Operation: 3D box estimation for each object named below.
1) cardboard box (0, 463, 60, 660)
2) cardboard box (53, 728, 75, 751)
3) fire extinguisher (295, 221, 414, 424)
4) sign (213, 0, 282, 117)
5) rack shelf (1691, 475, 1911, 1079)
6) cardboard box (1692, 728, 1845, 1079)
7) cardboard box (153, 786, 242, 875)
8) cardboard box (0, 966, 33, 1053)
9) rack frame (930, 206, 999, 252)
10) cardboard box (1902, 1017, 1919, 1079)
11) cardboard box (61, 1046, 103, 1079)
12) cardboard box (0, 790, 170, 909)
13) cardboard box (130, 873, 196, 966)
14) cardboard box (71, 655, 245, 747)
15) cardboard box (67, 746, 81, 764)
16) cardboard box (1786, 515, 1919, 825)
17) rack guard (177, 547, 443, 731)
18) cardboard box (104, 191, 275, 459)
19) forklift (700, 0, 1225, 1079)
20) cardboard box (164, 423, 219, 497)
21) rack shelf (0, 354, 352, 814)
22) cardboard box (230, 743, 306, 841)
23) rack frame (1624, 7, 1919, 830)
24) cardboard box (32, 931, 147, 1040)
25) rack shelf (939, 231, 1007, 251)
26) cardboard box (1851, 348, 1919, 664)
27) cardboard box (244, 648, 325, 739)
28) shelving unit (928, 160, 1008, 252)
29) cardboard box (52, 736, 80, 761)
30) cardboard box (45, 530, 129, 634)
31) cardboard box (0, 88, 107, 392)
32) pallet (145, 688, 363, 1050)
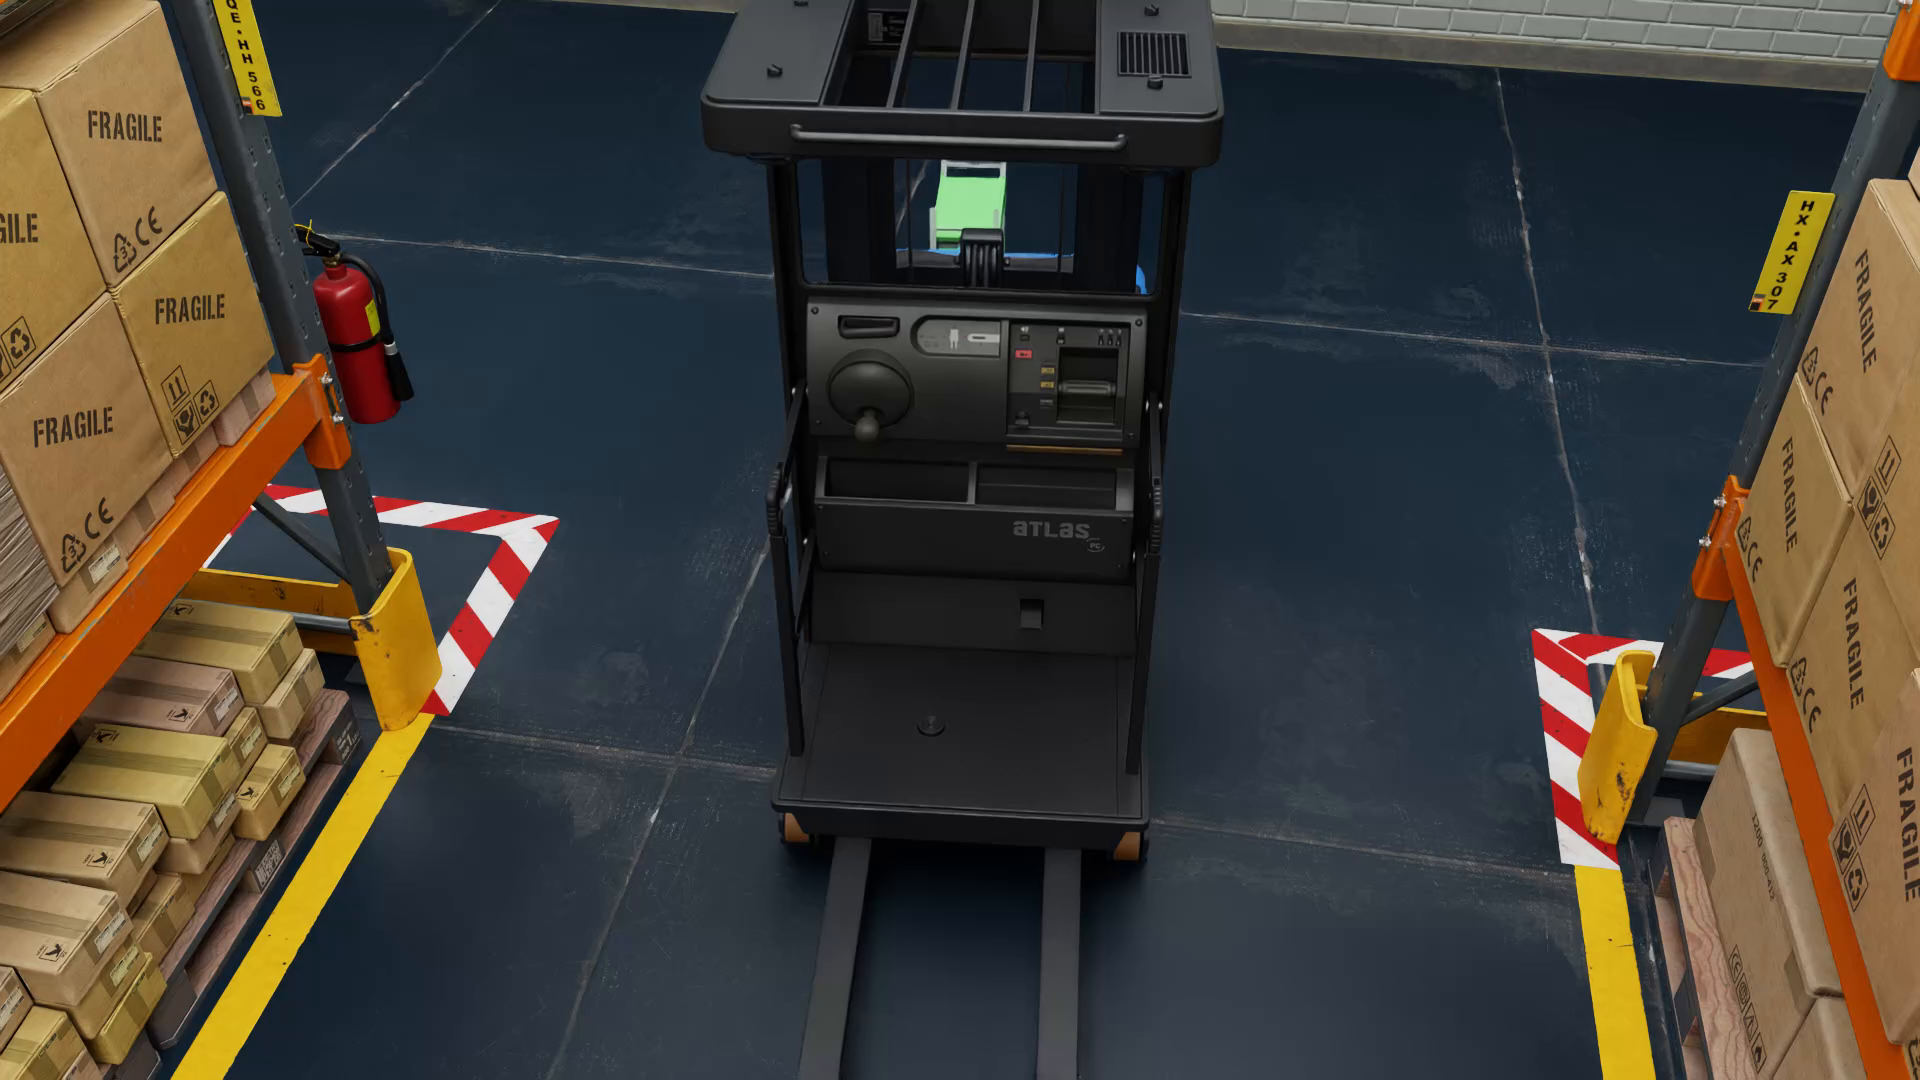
[{"bbox_3d":[-2.354,0.060,3.511,0.500,0.500,0.500,7,40,8],"label":"cardboard box"},{"bbox_3d":[-2.711,0.447,4.797,0.380,0.149,0.250,7,40,8],"label":"cardboard box"},{"bbox_3d":[-1.859,-0.672,5.063,0.296,0.674,0.183,6,40,8],"label":"fire extinguisher"},{"bbox_3d":[-1.814,-1.233,4.231,0.100,0.325,0.005,6,40,8],"label":"sign"},{"bbox_3d":[2.190,1.276,2.917,1.077,0.370,4.000,6,40,8],"label":"rack shelf"},{"bbox_3d":[2.520,0.995,4.374,0.875,0.438,0.875,5,40,6],"label":"cardboard box"},{"bbox_3d":[-2.255,0.773,4.636,0.380,0.149,0.250,5,40,6],"label":"cardboard box"},{"bbox_3d":[-2.472,1.140,3.957,0.380,0.149,0.250,5,40,6],"label":"cardboard box"},{"bbox_3d":[0.016,-0.686,6.138,0.240,1.200,0.015,3,40,3],"label":"rack frame"},{"bbox_3d":[1.934,0.929,2.694,0.500,0.500,0.500,8,40,9],"label":"cardboard box"},{"bbox_3d":[-2.397,1.373,4.143,0.380,0.149,0.250,7,40,9],"label":"cardboard box"},{"bbox_3d":[-2.326,0.813,4.354,0.380,0.149,0.250,5,40,6],"label":"cardboard box"},{"bbox_3d":[-2.348,1.037,4.550,0.380,0.149,0.250,7,40,8],"label":"cardboard box"},{"bbox_3d":[-2.299,0.480,4.756,0.380,0.149,0.250,7,40,9],"label":"cardboard box"},{"bbox_3d":[-2.727,0.665,4.999,0.380,0.149,0.250,6,40,7],"label":"cardboard box"},{"bbox_3d":[2.110,0.295,3.460,0.500,0.500,0.500,6,40,7],"label":"cardboard box"},{"bbox_3d":[-2.370,0.272,5.528,1.175,0.500,0.348,6,40,8],"label":"rack guard"},{"bbox_3d":[-2.181,-0.581,4.287,0.500,0.500,0.500,7,40,9],"label":"cardboard box"},{"bbox_3d":[0.029,-0.376,4.404,1.130,2.935,3.031,3,40,3],"label":"forklift"},{"bbox_3d":[-2.215,-0.254,4.400,0.380,0.149,0.250,6,40,8],"label":"cardboard box"},{"bbox_3d":[-2.703,0.794,3.500,1.077,0.370,4.000,6,40,8],"label":"rack shelf"},{"bbox_3d":[-2.187,0.724,4.928,0.380,0.149,0.250,8,40,9],"label":"cardboard box"},{"bbox_3d":[2.536,-0.256,4.206,1.000,3.000,0.127,6,40,8],"label":"rack frame"},{"bbox_3d":[-2.332,1.099,4.241,0.380,0.149,0.250,7,40,8],"label":"cardboard box"},{"bbox_3d":[0.034,-0.977,6.214,0.258,0.148,0.480,3,40,3],"label":"rack shelf"},{"bbox_3d":[2.090,-0.085,3.136,0.500,0.500,0.500,5,40,6],"label":"cardboard box"},{"bbox_3d":[-2.167,0.446,5.031,0.380,0.149,0.250,5,40,6],"label":"cardboard box"},{"bbox_3d":[0.034,-0.841,6.326,0.258,1.200,0.503,3,40,3],"label":"shelving unit"},{"bbox_3d":[-2.803,0.550,4.905,0.380,0.149,0.250,6,40,7],"label":"cardboard box"},{"bbox_3d":[-2.265,0.068,4.011,0.380,0.149,0.250,7,40,9],"label":"cardboard box"},{"bbox_3d":[-2.279,-0.645,3.579,0.500,0.500,0.500,5,40,6],"label":"cardboard box"},{"bbox_3d":[-2.545,0.890,5.008,1.003,0.211,1.213,6,40,8],"label":"pallet"}]
